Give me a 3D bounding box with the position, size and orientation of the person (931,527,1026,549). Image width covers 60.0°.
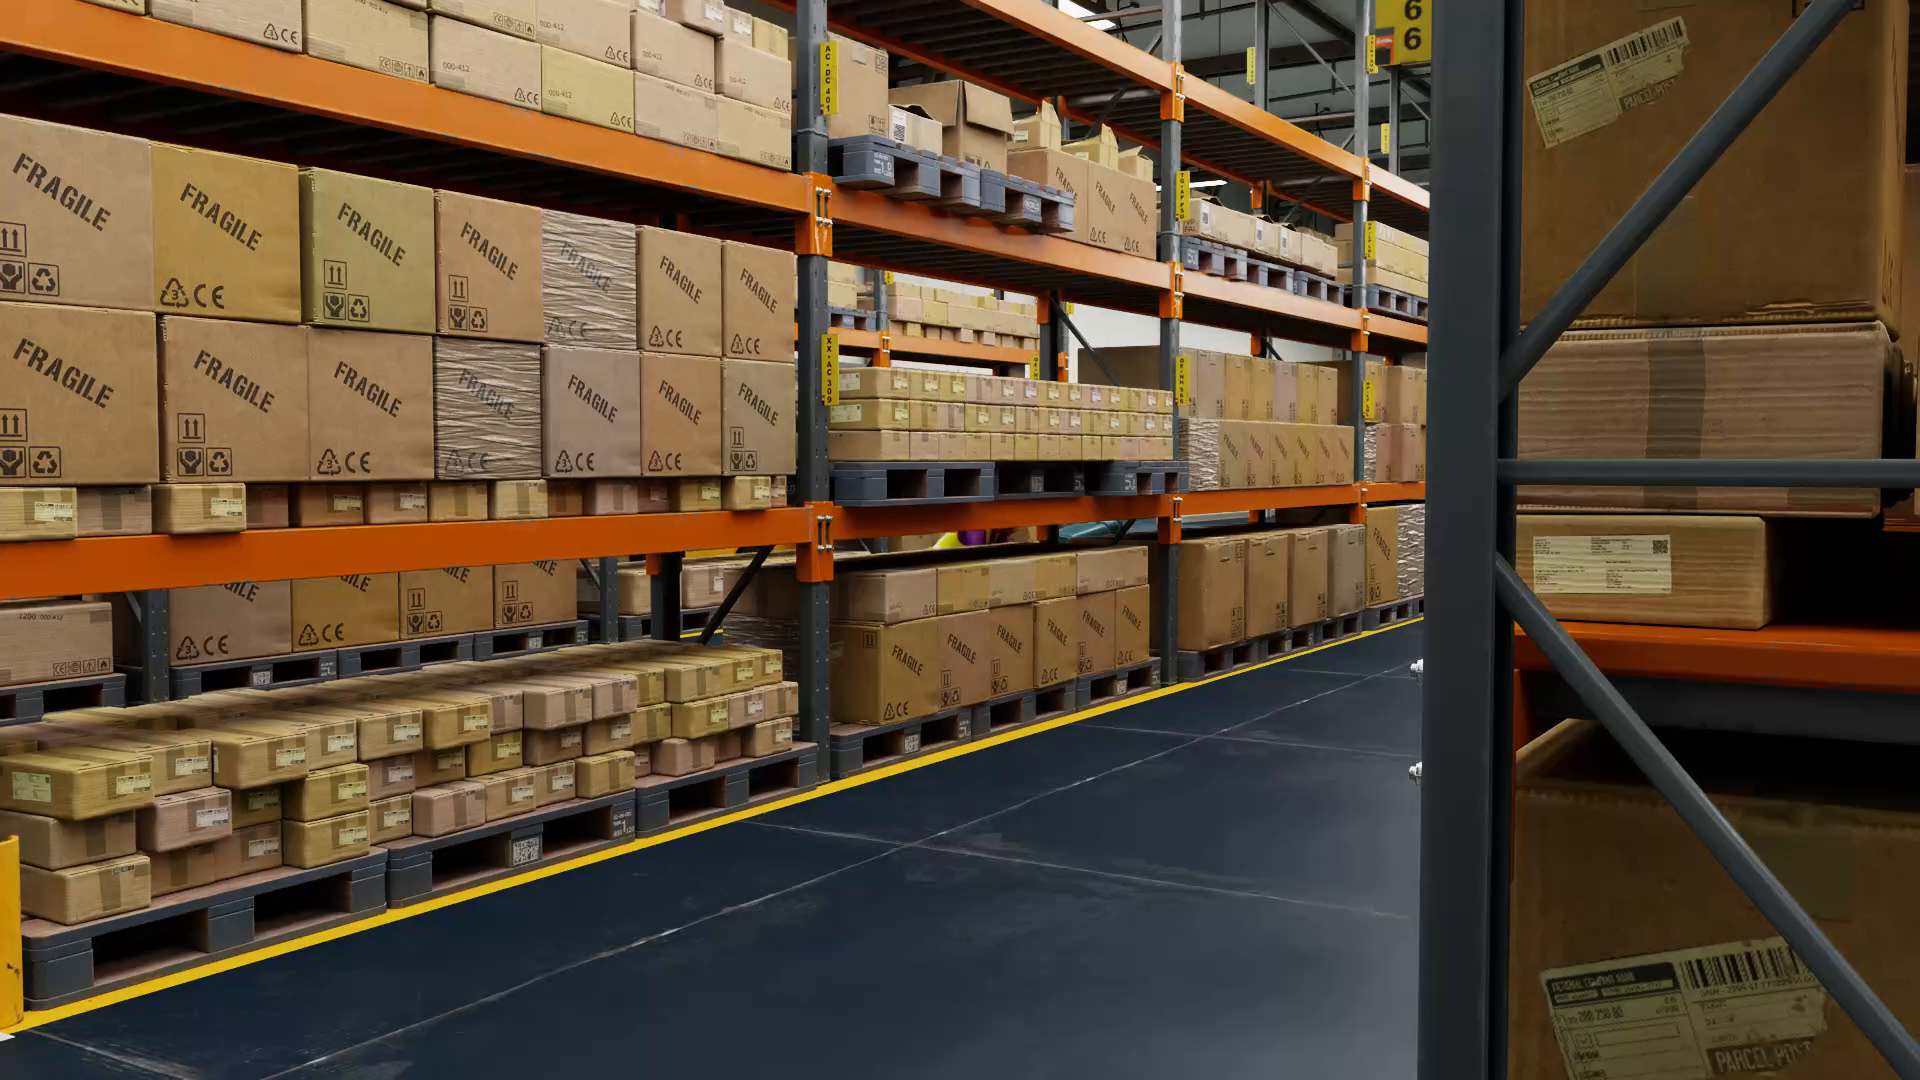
[{"bbox_3d":[0.142,0.264,13.514,0.839,1.207,0.620,2,3,31],"label":"person"}]
